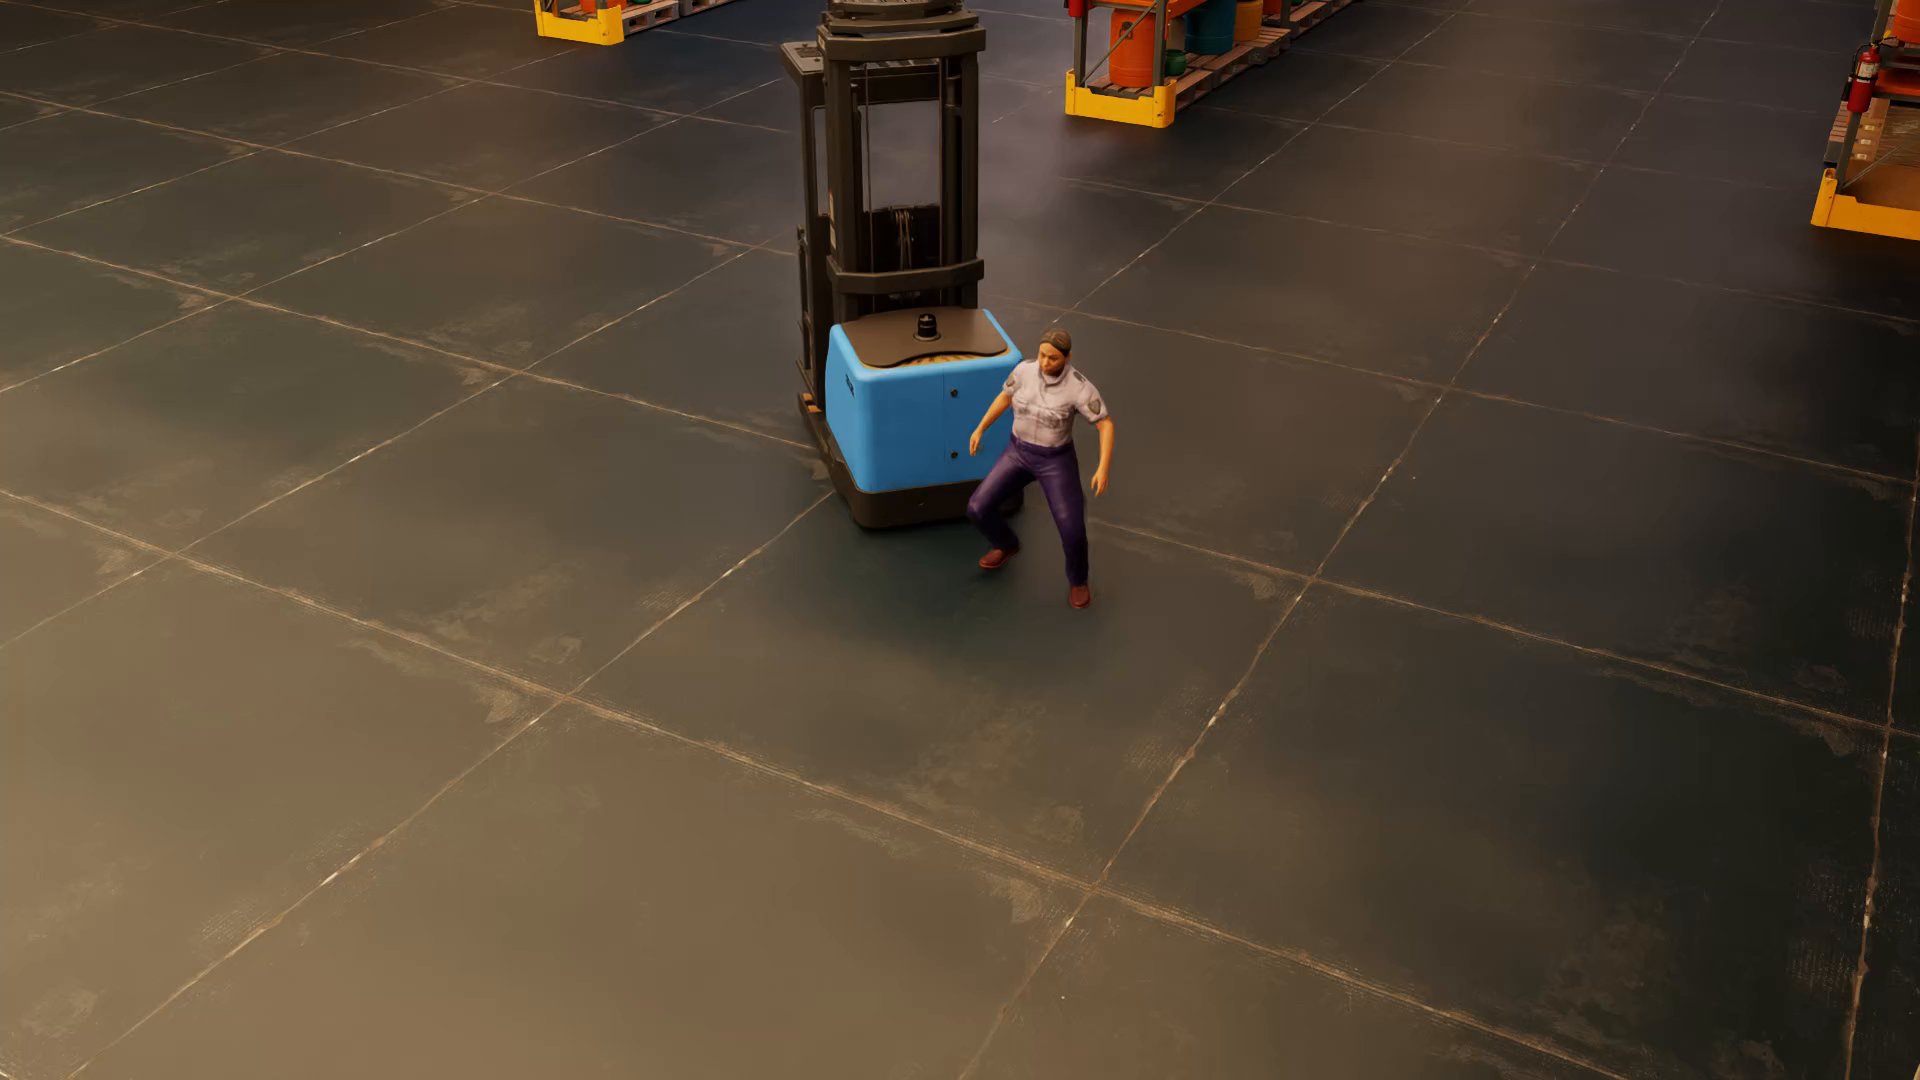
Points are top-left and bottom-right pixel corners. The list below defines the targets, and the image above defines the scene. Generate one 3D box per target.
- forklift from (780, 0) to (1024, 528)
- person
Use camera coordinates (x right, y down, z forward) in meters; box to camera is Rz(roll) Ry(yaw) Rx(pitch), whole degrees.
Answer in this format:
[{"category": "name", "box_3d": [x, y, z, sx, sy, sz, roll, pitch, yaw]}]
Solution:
[{"category": "forklift", "box_3d": [-0.489, -2.064, 10.647, 1.130, 2.935, 3.031, -8, 31, -13]}, {"category": "person", "box_3d": [0.427, -0.426, 9.215, 0.868, 1.545, 0.492, 17, 34, 27]}]
